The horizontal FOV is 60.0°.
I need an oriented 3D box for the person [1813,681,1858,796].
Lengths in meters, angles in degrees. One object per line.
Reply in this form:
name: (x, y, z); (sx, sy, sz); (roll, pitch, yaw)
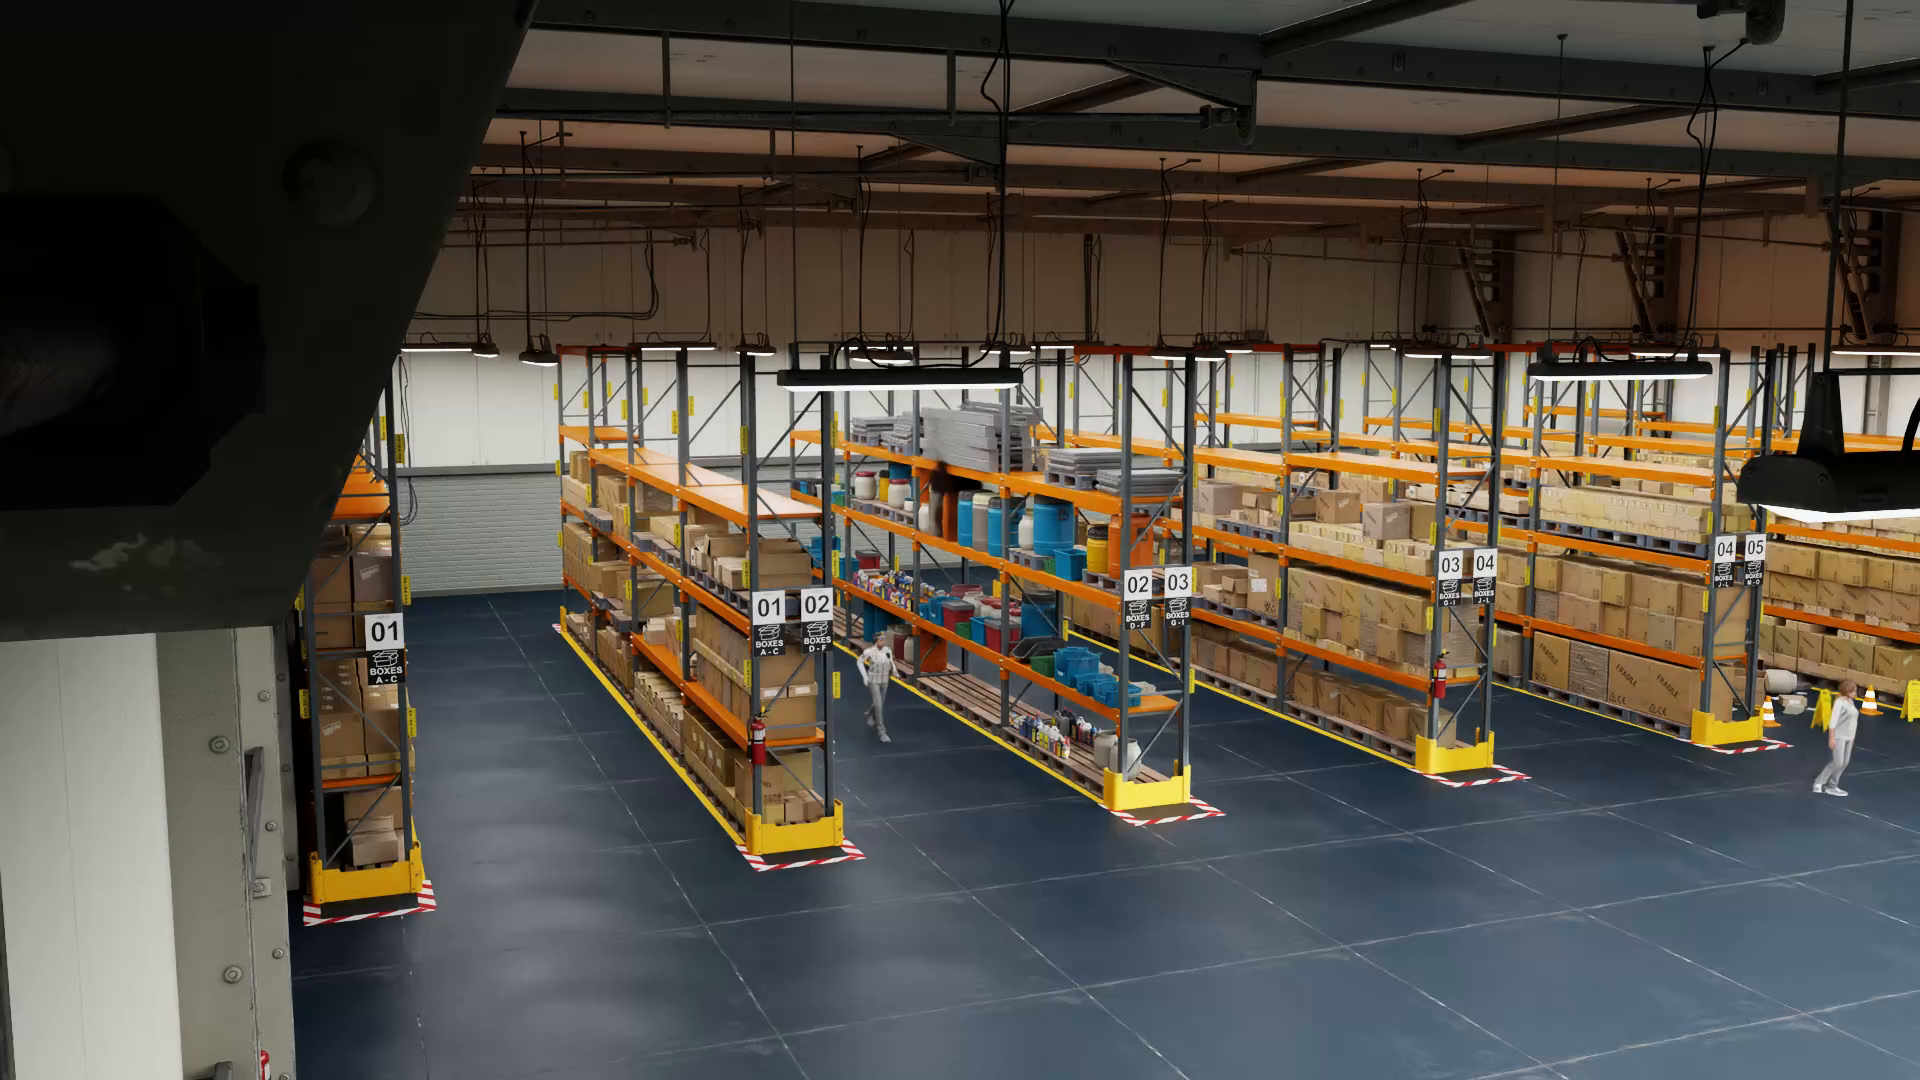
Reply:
person: (11.883, 2.747, 22.568); (0.541, 1.470, 0.433); (-6, 10, -41)

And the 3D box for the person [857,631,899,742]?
person: (-1.294, 2.231, 25.878); (0.590, 1.698, 0.877); (-4, 9, -32)
